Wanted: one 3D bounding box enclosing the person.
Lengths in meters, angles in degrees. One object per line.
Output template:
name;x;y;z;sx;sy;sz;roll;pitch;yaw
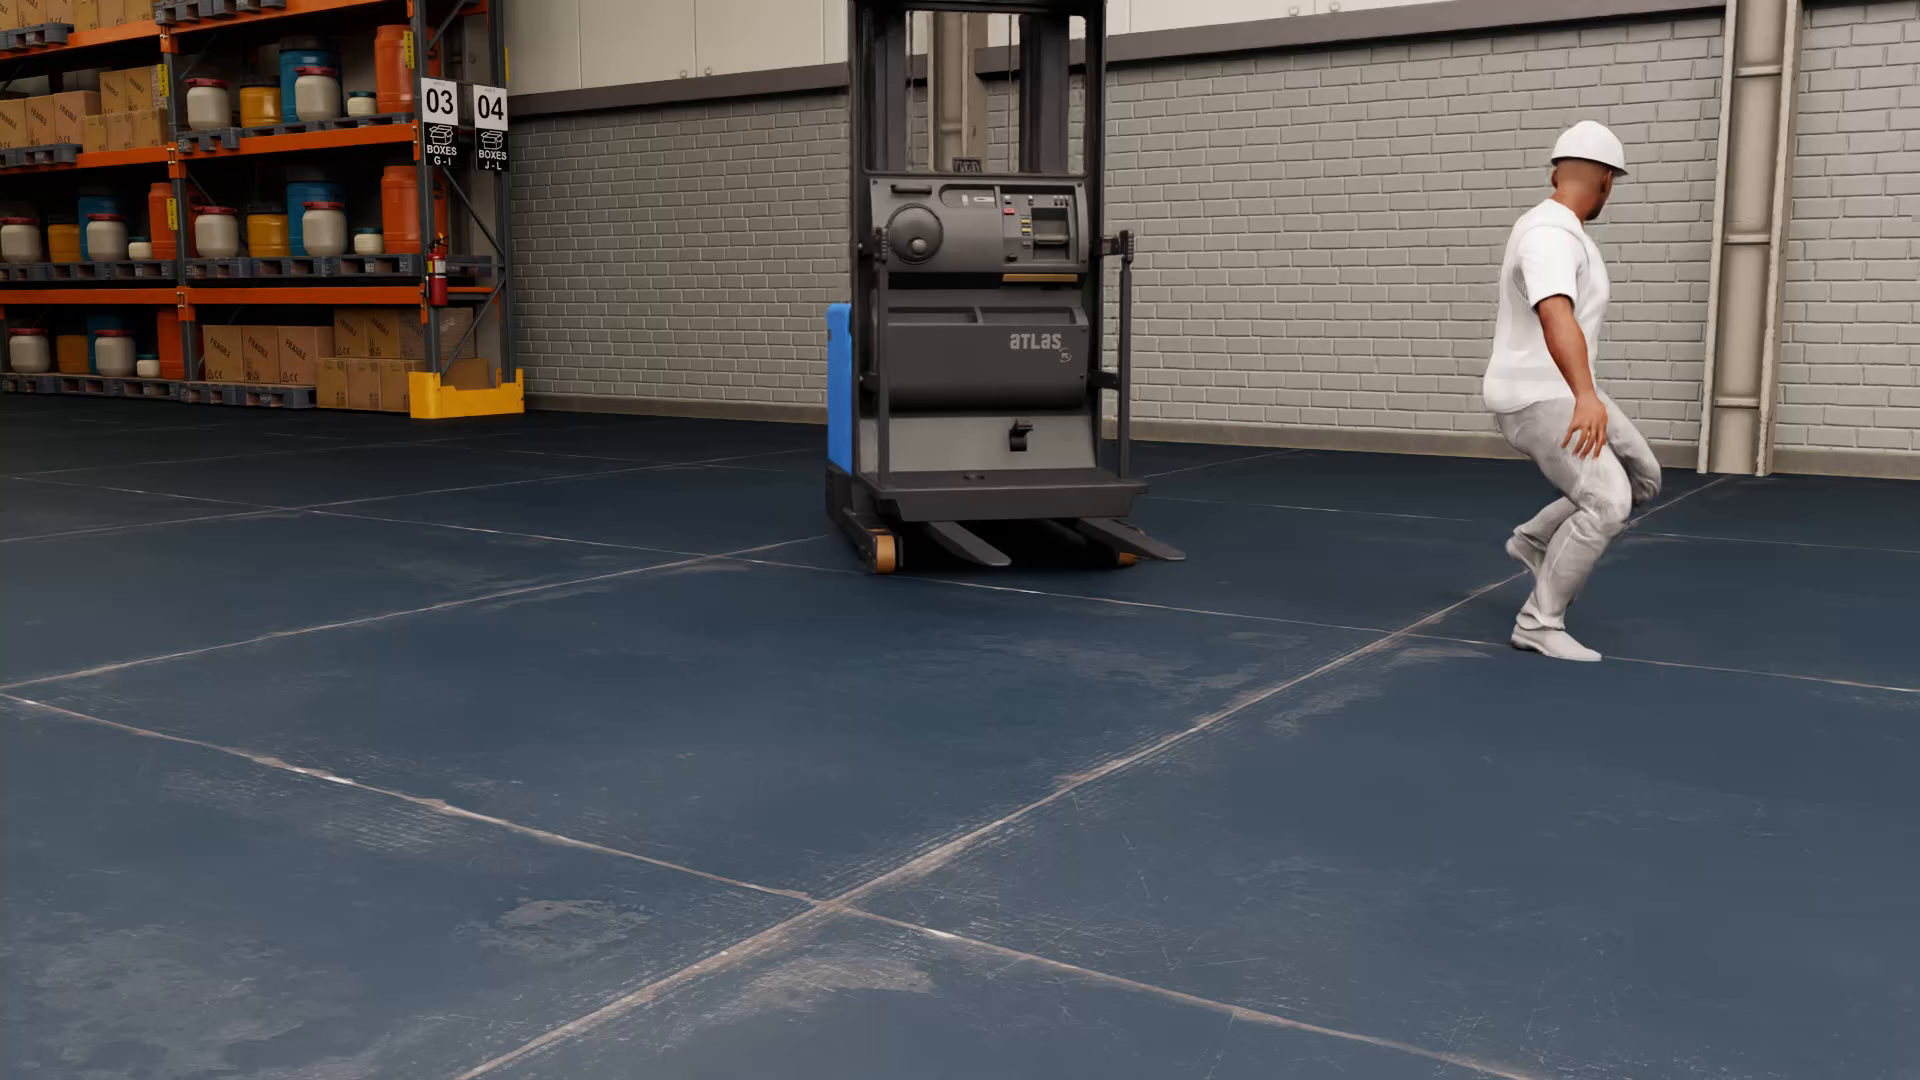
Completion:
person;1.909;-0.472;5.235;0.524;1.647;1.039;5;9;30

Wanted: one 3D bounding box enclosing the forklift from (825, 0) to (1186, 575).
forklift;0.128;-1.367;6.805;1.130;2.935;3.031;-2;8;-11
